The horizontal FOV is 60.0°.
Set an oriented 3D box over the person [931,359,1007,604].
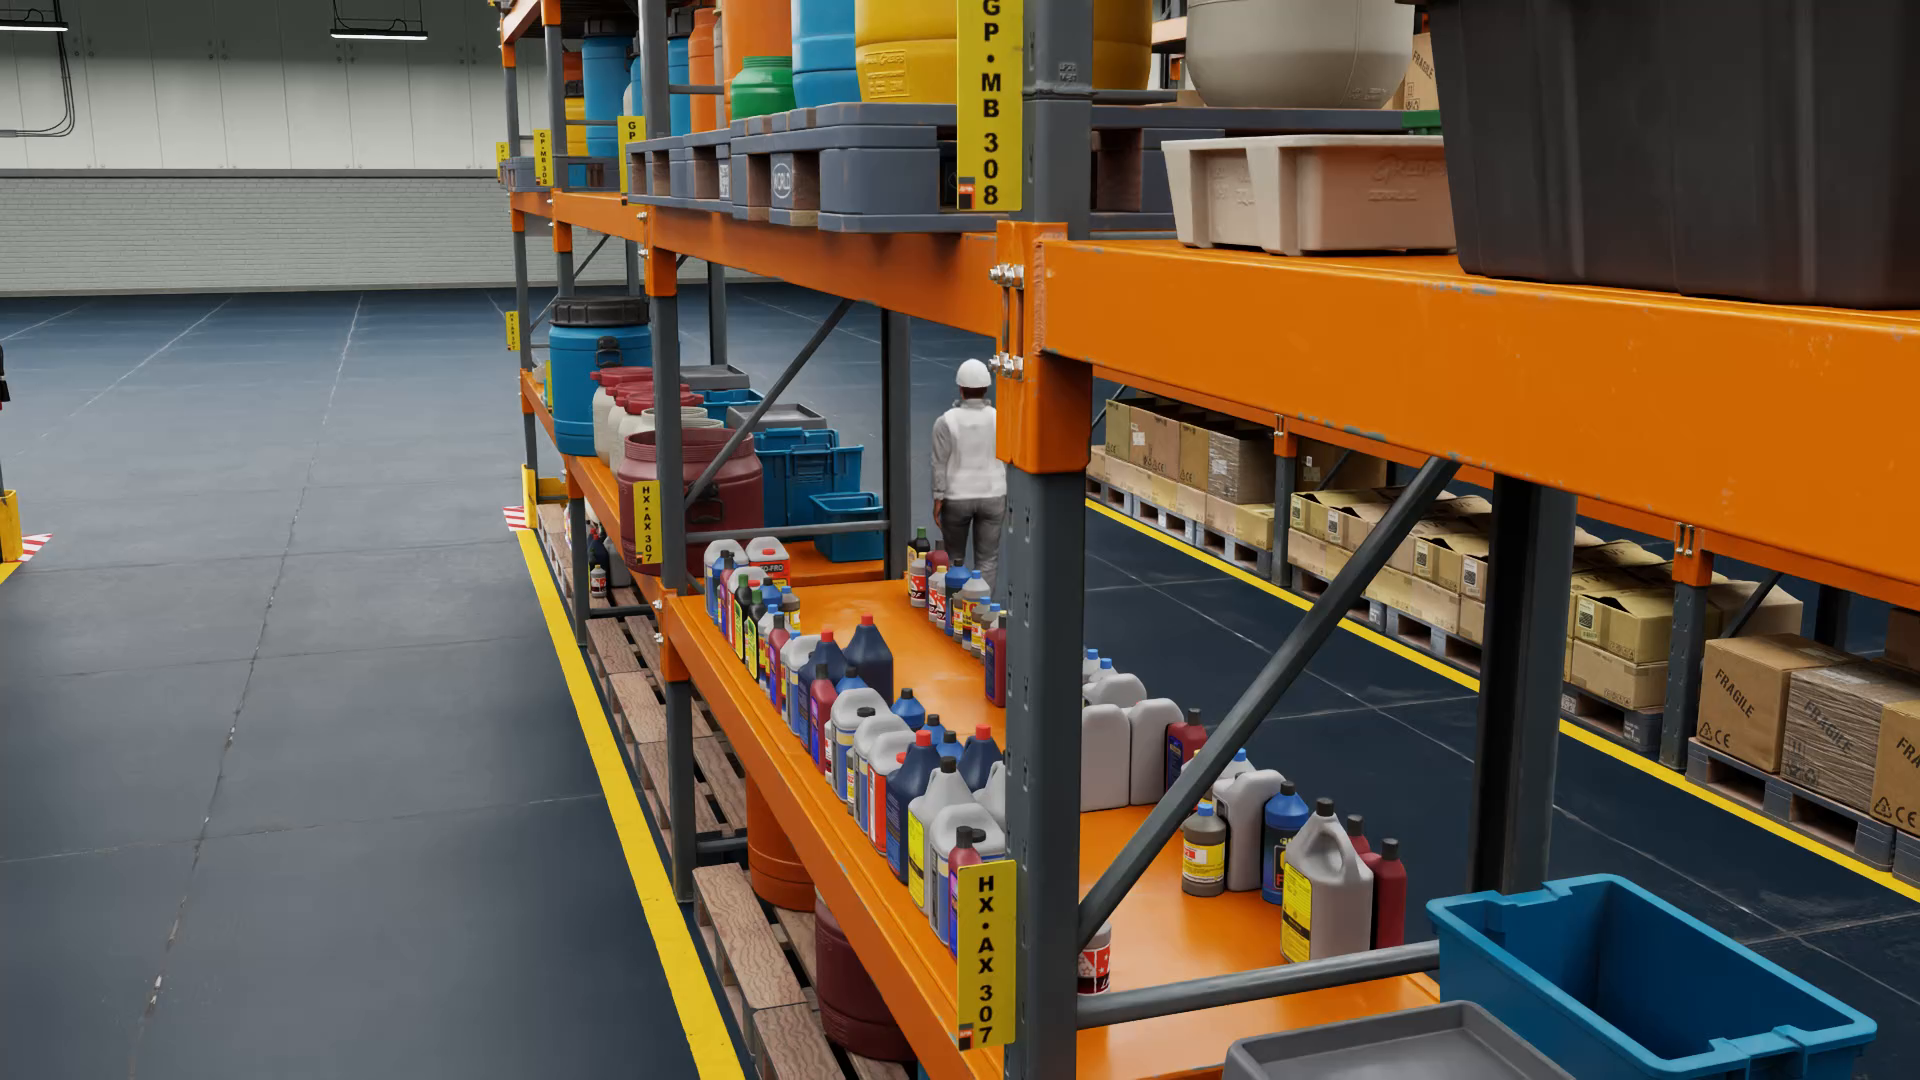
[{"bbox_3d":[0.085,-0.305,10.760,0.556,1.761,0.737,0,12,-2],"label":"person"}]
